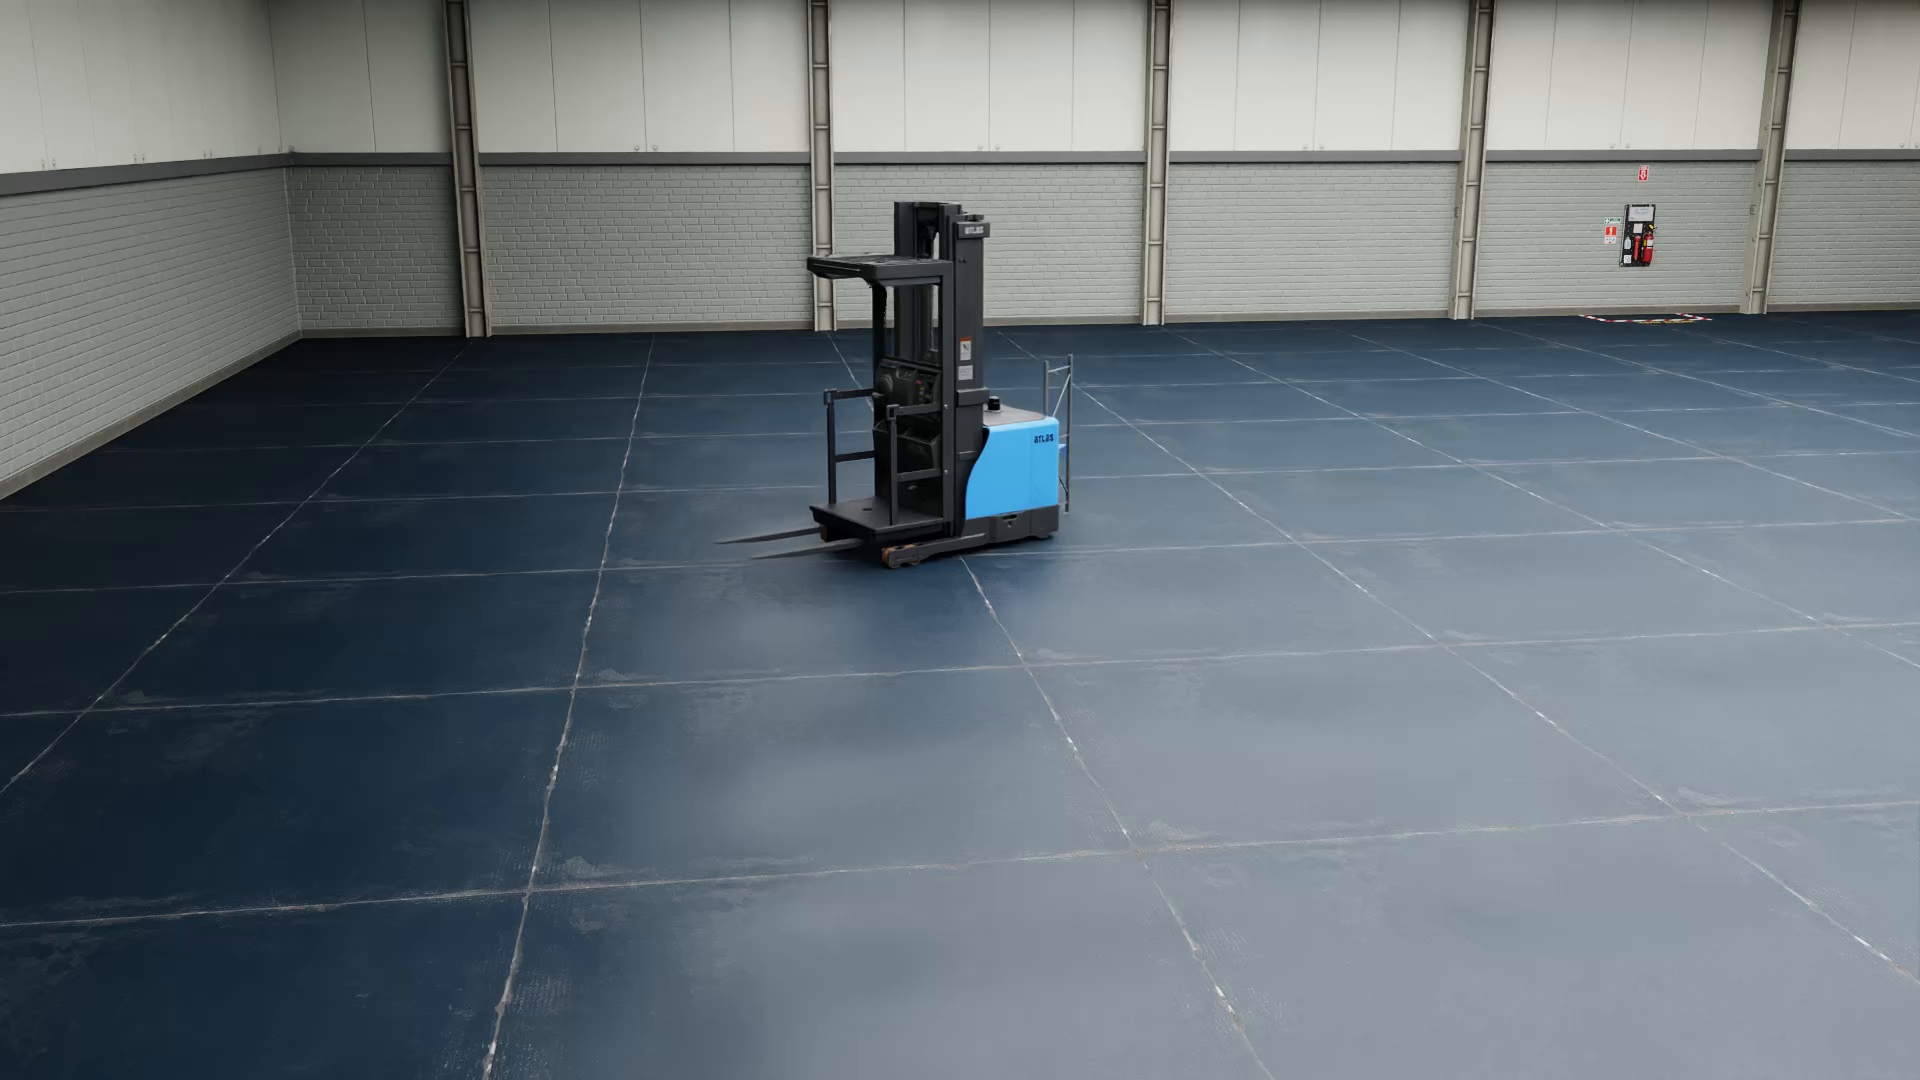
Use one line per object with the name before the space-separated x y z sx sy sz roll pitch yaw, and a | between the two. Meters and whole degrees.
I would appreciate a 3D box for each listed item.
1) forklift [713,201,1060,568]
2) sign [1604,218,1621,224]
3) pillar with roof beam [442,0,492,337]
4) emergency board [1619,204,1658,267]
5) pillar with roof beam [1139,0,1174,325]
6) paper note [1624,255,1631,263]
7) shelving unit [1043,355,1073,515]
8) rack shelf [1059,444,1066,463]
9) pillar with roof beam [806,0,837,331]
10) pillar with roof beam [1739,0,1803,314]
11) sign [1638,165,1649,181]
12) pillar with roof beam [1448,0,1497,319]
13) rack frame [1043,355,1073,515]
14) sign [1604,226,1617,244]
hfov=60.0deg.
forklift | -0.615 -1.334 14.015 3.031 2.935 1.130 -10 17 -34
sign | 12.384 -6.061 31.560 0.331 0.109 0.001 -2 14 -8
pillar with roof beam | -7.701 -6.869 23.611 0.400 9.000 9.100 -2 14 -8
emergency board | 12.941 -5.784 31.617 0.643 1.169 0.194 -2 14 -8
pillar with roof beam | 4.165 -7.303 25.345 0.400 9.000 9.100 -2 14 -8
paper note | 12.755 -5.367 31.765 0.142 0.148 0.016 -2 14 -8
shelving unit | 0.469 -1.003 15.638 1.048 1.500 0.538 9 17 31
rack shelf | 0.469 -0.828 15.681 1.000 0.185 0.538 9 17 31
pillar with roof beam | -1.768 -7.086 24.478 0.400 9.000 9.100 -2 14 -8
pillar with roof beam | 16.031 -7.738 27.079 0.400 9.000 9.100 -2 14 -8
sign | 12.918 -6.932 31.430 0.199 0.298 0.001 -2 14 -8
pillar with roof beam | 10.098 -7.521 26.212 0.400 9.000 9.100 -2 14 -8
rack frame | 0.899 -0.937 15.374 0.032 1.500 0.500 9 17 31
sign | 12.378 -5.806 31.632 0.234 0.329 0.001 -2 14 -8
